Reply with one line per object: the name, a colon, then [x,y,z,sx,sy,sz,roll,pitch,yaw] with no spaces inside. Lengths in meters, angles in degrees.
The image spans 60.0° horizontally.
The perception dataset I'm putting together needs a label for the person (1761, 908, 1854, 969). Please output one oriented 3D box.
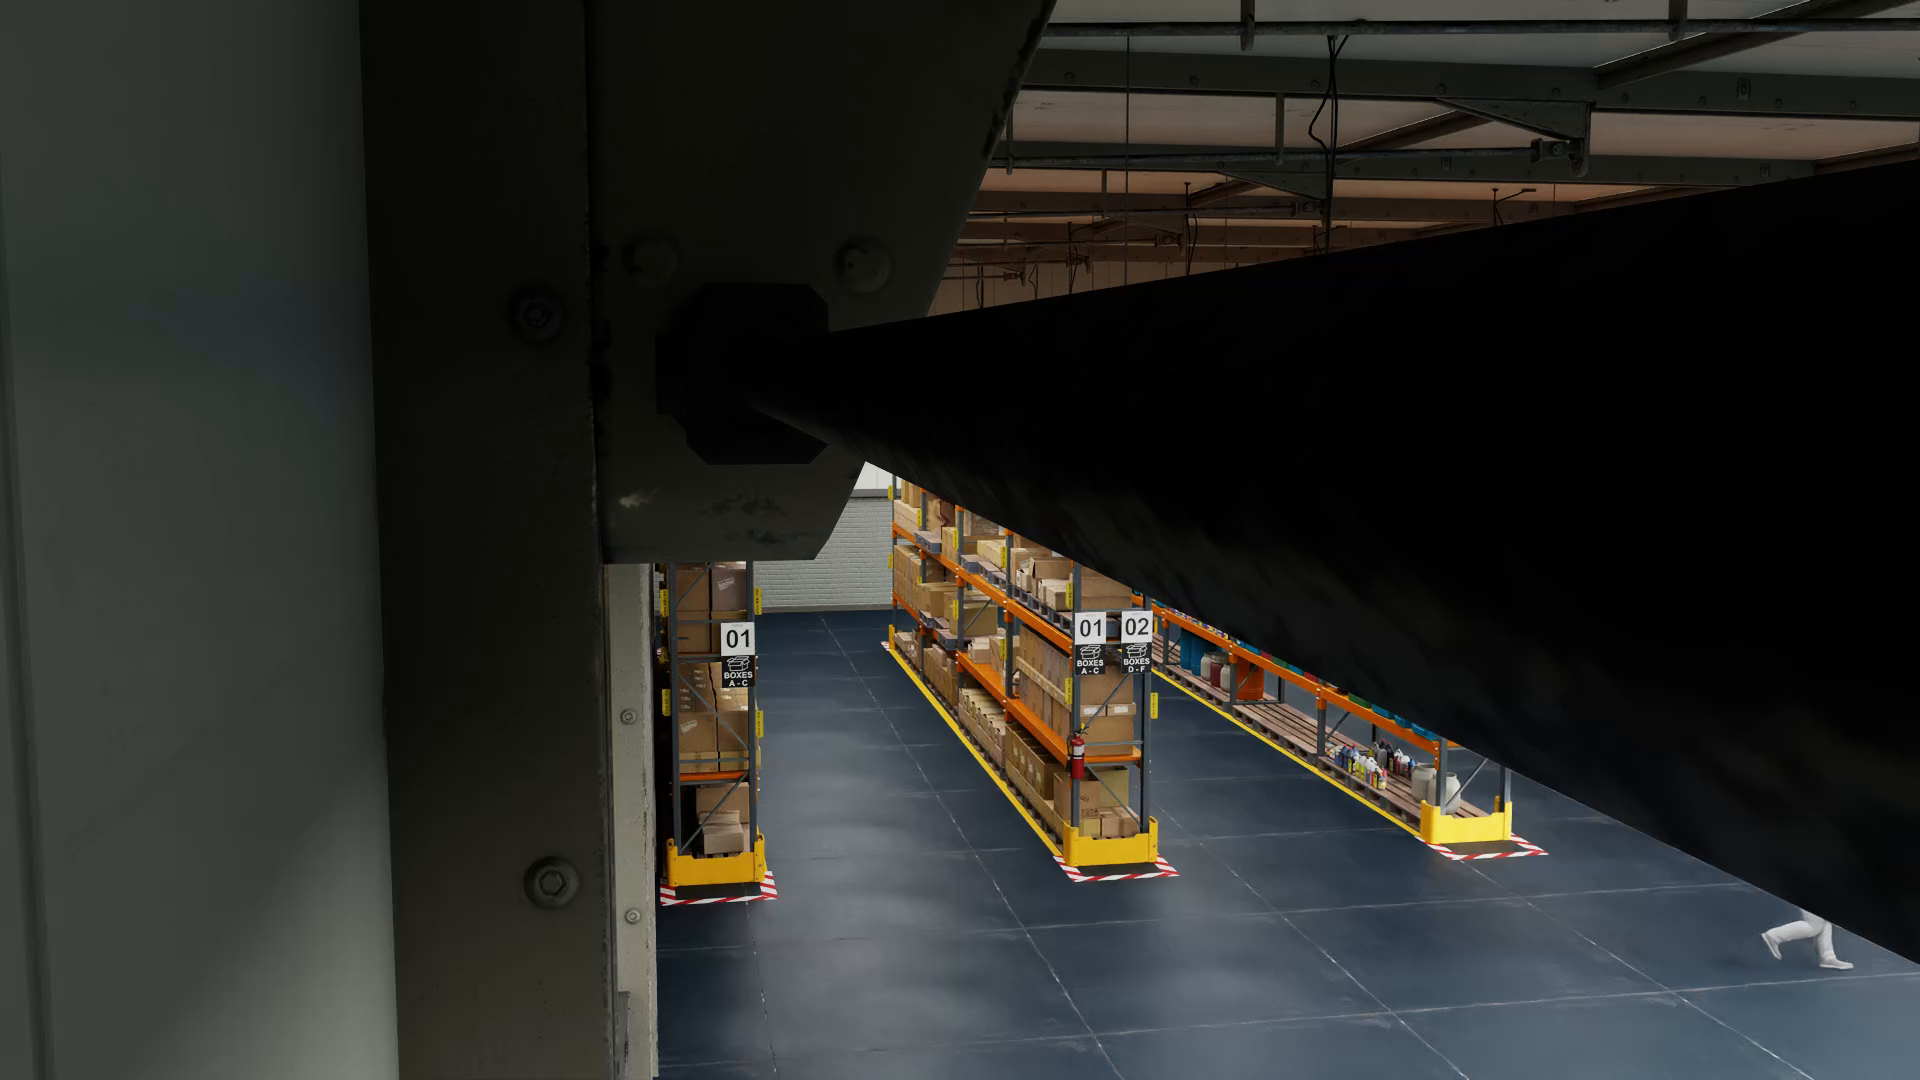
person: [8.818,3.594,17.254,0.945,1.763,0.663,1,6,9]
